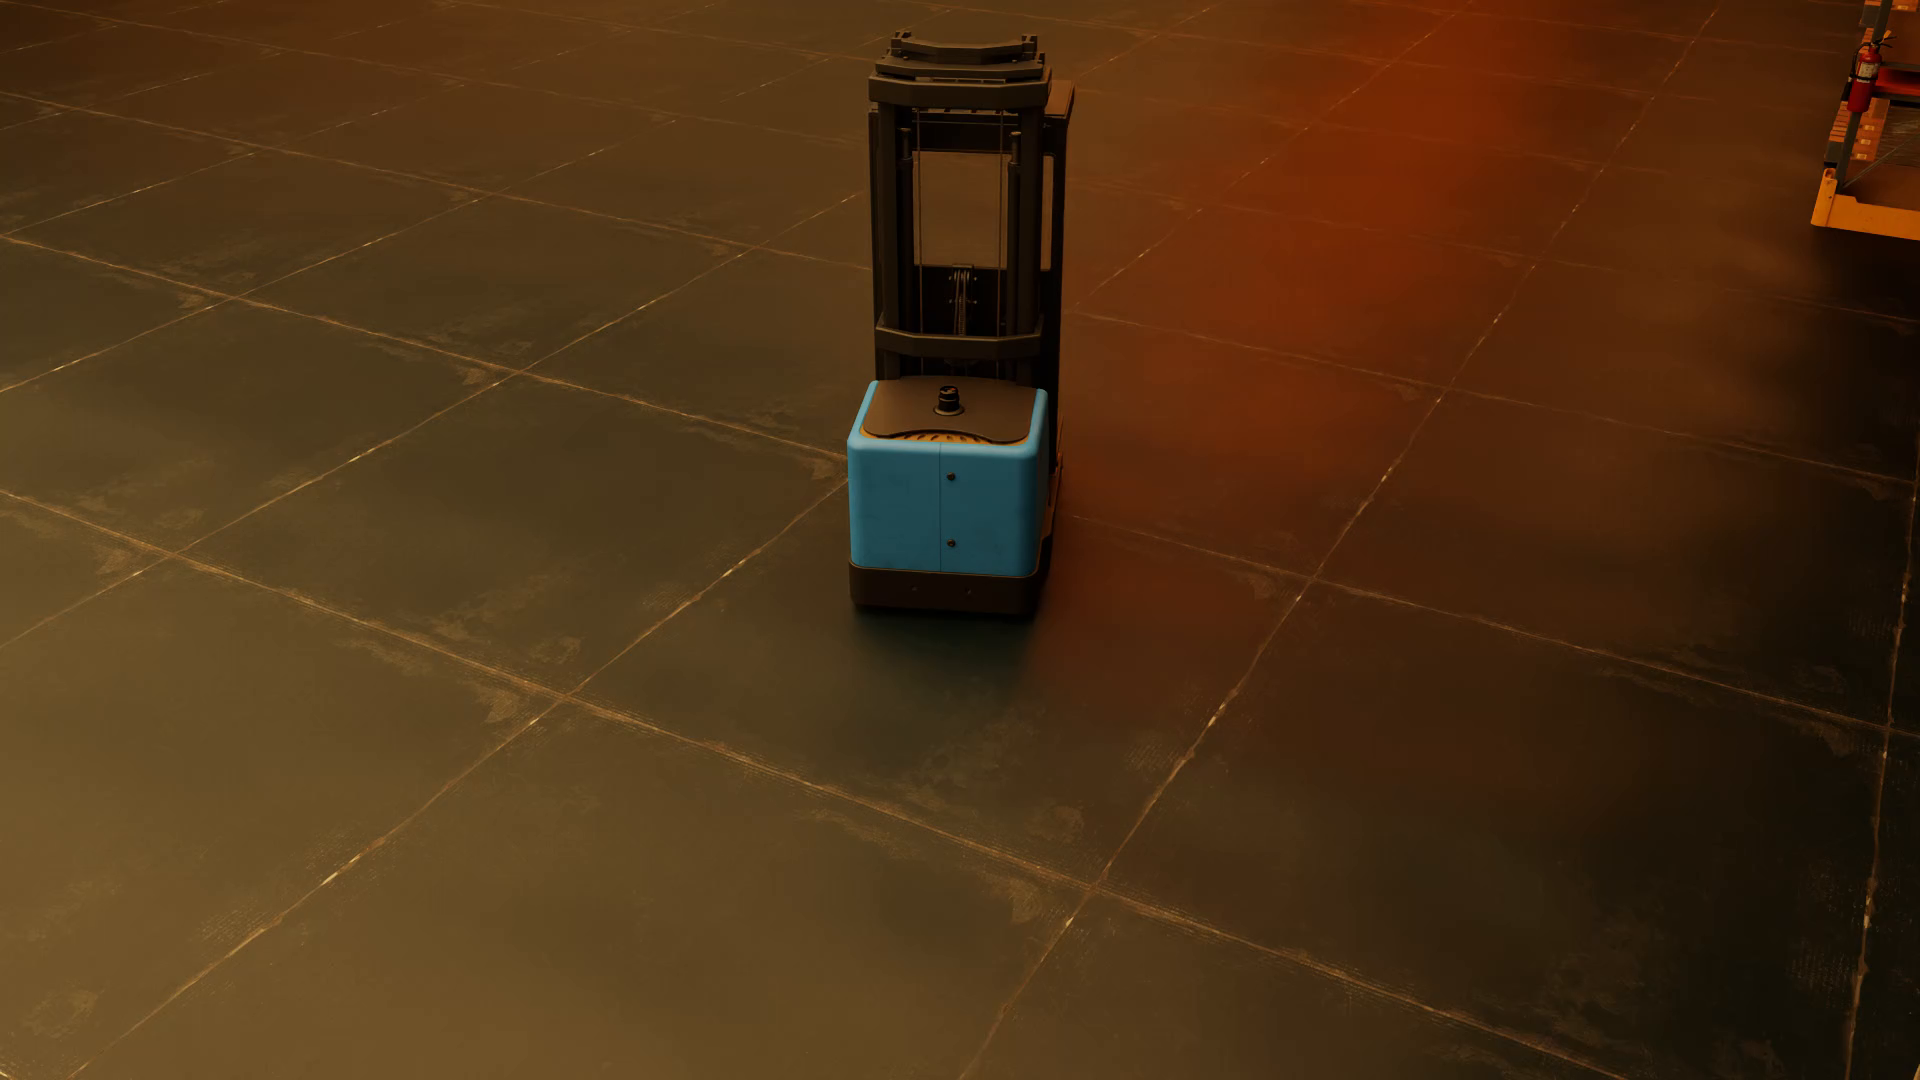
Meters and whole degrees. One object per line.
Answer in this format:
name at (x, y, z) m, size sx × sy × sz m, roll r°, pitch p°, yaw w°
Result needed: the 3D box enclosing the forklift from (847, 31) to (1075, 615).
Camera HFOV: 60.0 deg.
forklift at (0.072, -1.572, 9.794) m, size 1.130 × 2.935 × 3.031 m, roll 3°, pitch 30°, yaw 6°
